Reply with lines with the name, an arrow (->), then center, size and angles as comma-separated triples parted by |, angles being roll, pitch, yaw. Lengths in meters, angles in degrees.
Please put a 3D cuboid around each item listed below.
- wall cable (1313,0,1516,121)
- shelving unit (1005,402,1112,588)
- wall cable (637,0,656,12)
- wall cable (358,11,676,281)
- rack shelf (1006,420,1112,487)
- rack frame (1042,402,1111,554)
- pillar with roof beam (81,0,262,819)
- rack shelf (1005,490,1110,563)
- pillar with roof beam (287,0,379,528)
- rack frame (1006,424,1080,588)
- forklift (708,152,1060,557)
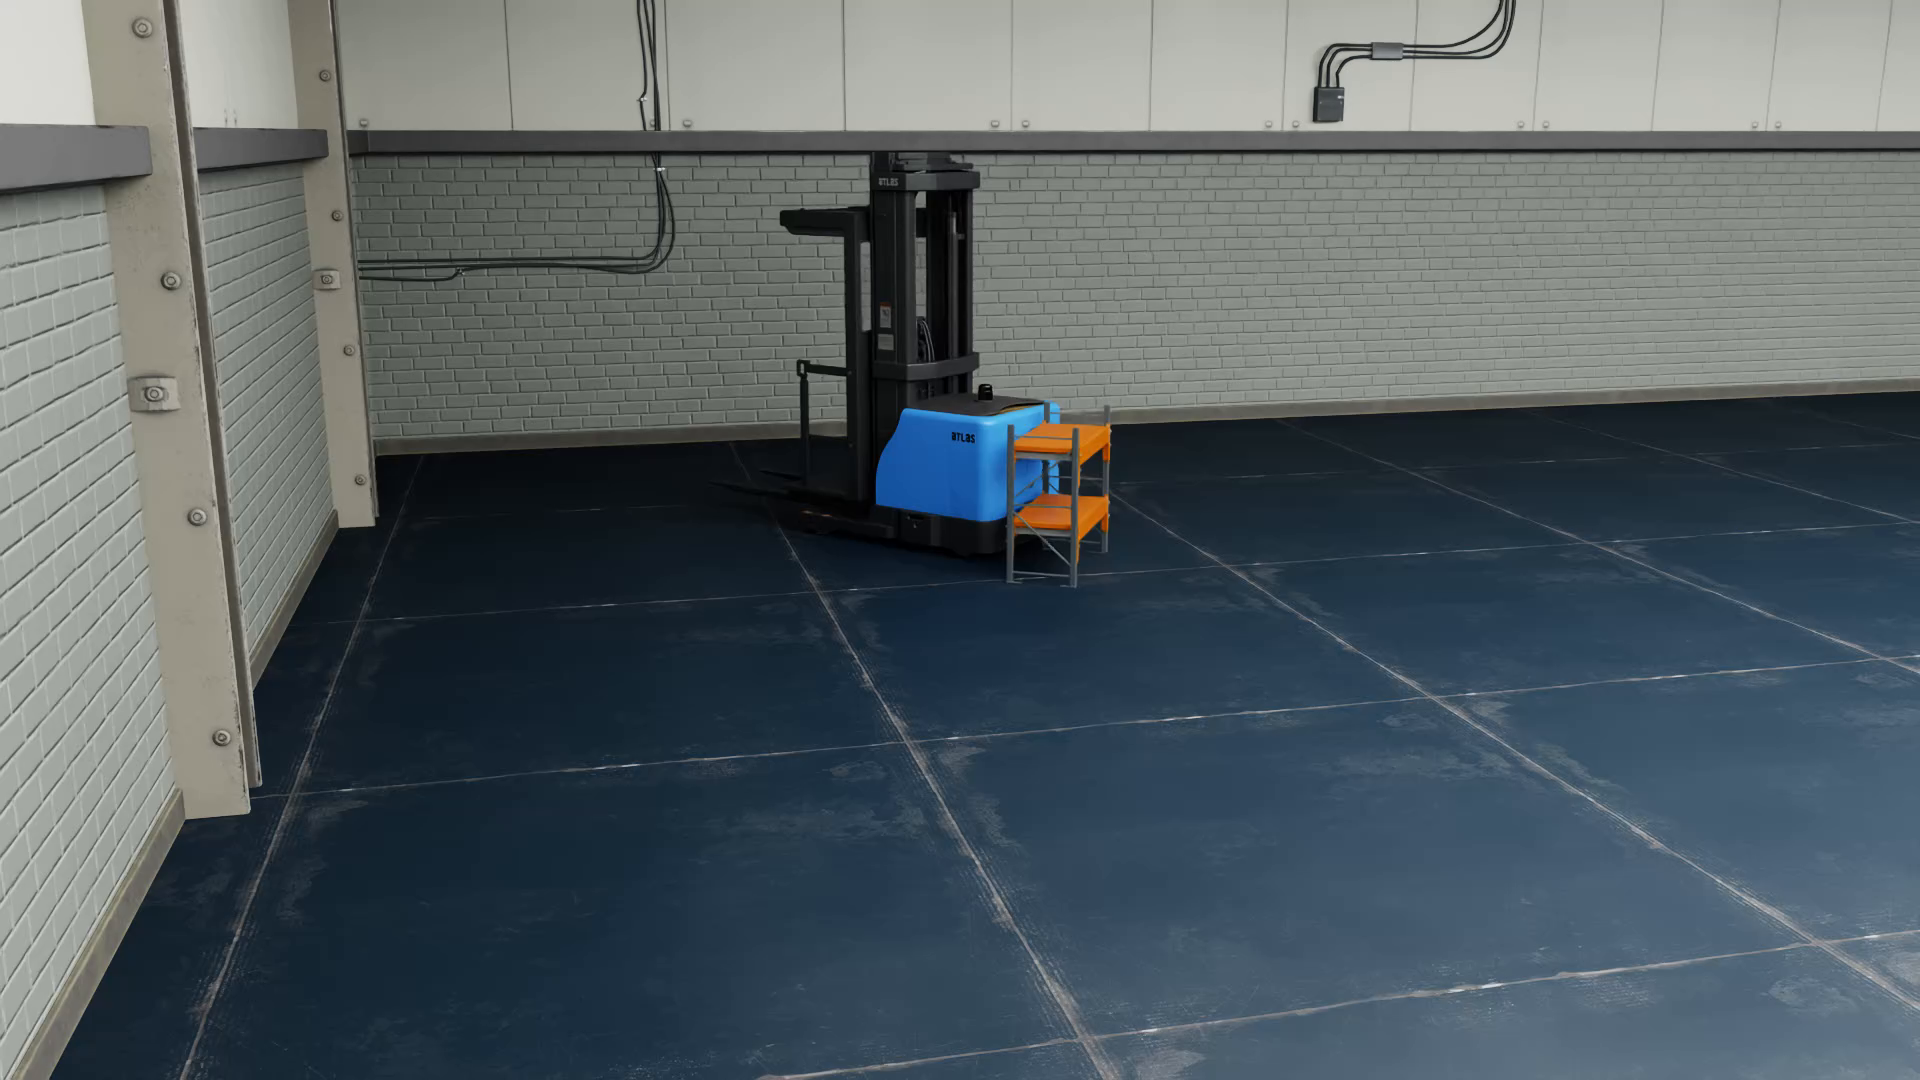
wall cable -> 4.915, -7.452, 17.304 | 2.305, 6.003, 0.169 | -3, 14, -13
shelving unit -> 0.718, -0.346, 11.974 | 0.538, 1.125, 1.048 | 4, 14, 16
wall cable -> -1.687, -6.370, 15.943 | 3.097, 2.526, 0.112 | -3, 14, -13
wall cable -> -4.316, -3.766, 15.925 | 3.097, 2.526, 0.112 | -3, 14, -13
rack shelf -> 0.718, -0.631, 11.905 | 0.538, 0.278, 1.000 | 4, 14, 16
rack frame -> 0.867, -0.462, 12.447 | 0.500, 1.125, 0.032 | 4, 14, 16
pillar with roof beam -> 0.684, -3.377, 7.789 | 9.100, 9.000, 0.400 | -3, 14, -13
rack shelf -> 0.718, -0.109, 12.032 | 0.538, 0.278, 1.000 | 4, 14, 16
pillar with roof beam -> -0.725, -4.761, 13.455 | 9.100, 9.000, 0.400 | -3, 14, -13
rack frame -> 0.570, -0.231, 11.502 | 0.500, 1.125, 0.032 | 4, 14, 16
forklift -> -0.709, -1.554, 13.114 | 3.031, 2.935, 1.130 | 10, 17, 35
